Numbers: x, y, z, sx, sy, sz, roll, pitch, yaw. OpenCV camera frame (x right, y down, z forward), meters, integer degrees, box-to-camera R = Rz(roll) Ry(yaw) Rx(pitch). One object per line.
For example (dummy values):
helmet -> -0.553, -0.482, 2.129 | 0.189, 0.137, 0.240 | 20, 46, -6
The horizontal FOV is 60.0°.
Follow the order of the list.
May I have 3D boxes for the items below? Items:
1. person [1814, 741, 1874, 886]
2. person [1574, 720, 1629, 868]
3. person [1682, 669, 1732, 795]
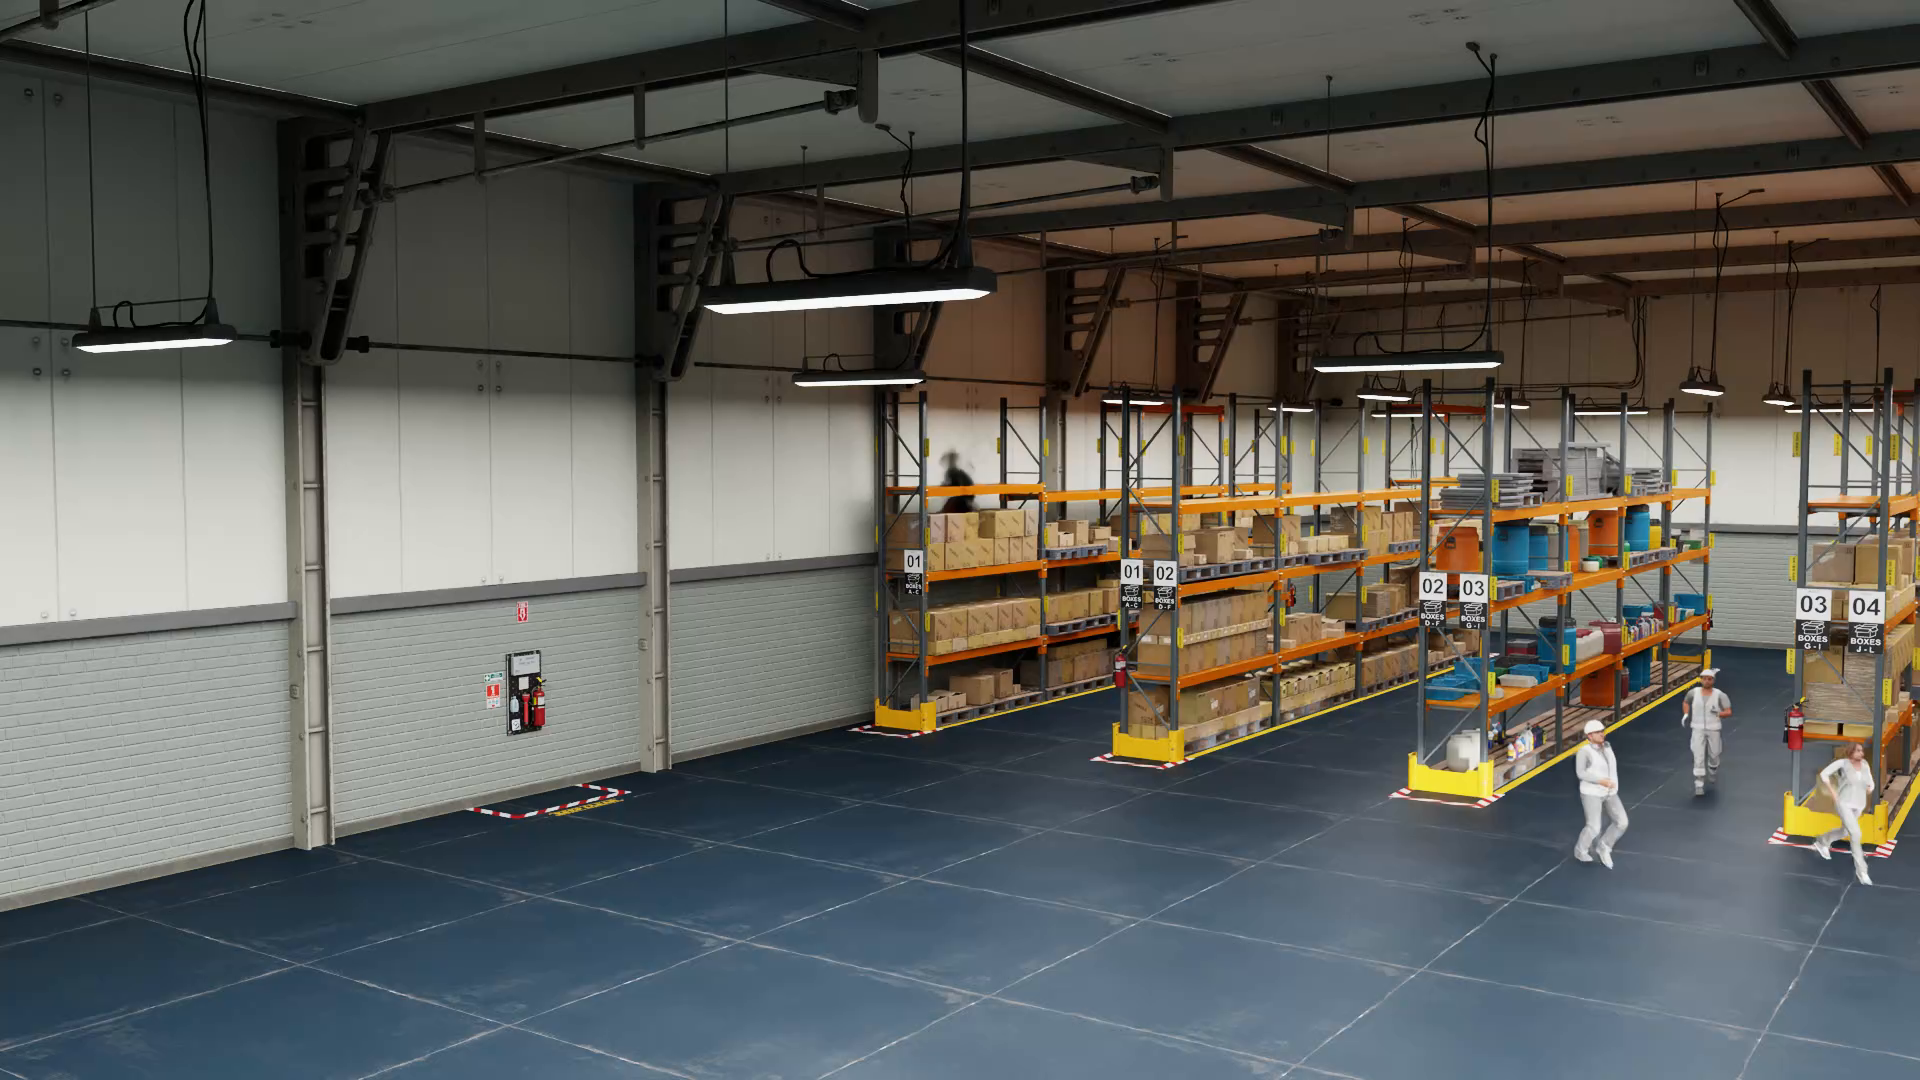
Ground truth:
person -> 10.376, 3.141, 19.446 | 0.494, 1.636, 0.937 | -1, 3, -16
person -> 7.650, 3.033, 19.865 | 0.667, 1.764, 0.686 | -1, 3, -20
person -> 10.790, 2.750, 24.047 | 0.661, 1.765, 1.002 | 2, 4, 27
